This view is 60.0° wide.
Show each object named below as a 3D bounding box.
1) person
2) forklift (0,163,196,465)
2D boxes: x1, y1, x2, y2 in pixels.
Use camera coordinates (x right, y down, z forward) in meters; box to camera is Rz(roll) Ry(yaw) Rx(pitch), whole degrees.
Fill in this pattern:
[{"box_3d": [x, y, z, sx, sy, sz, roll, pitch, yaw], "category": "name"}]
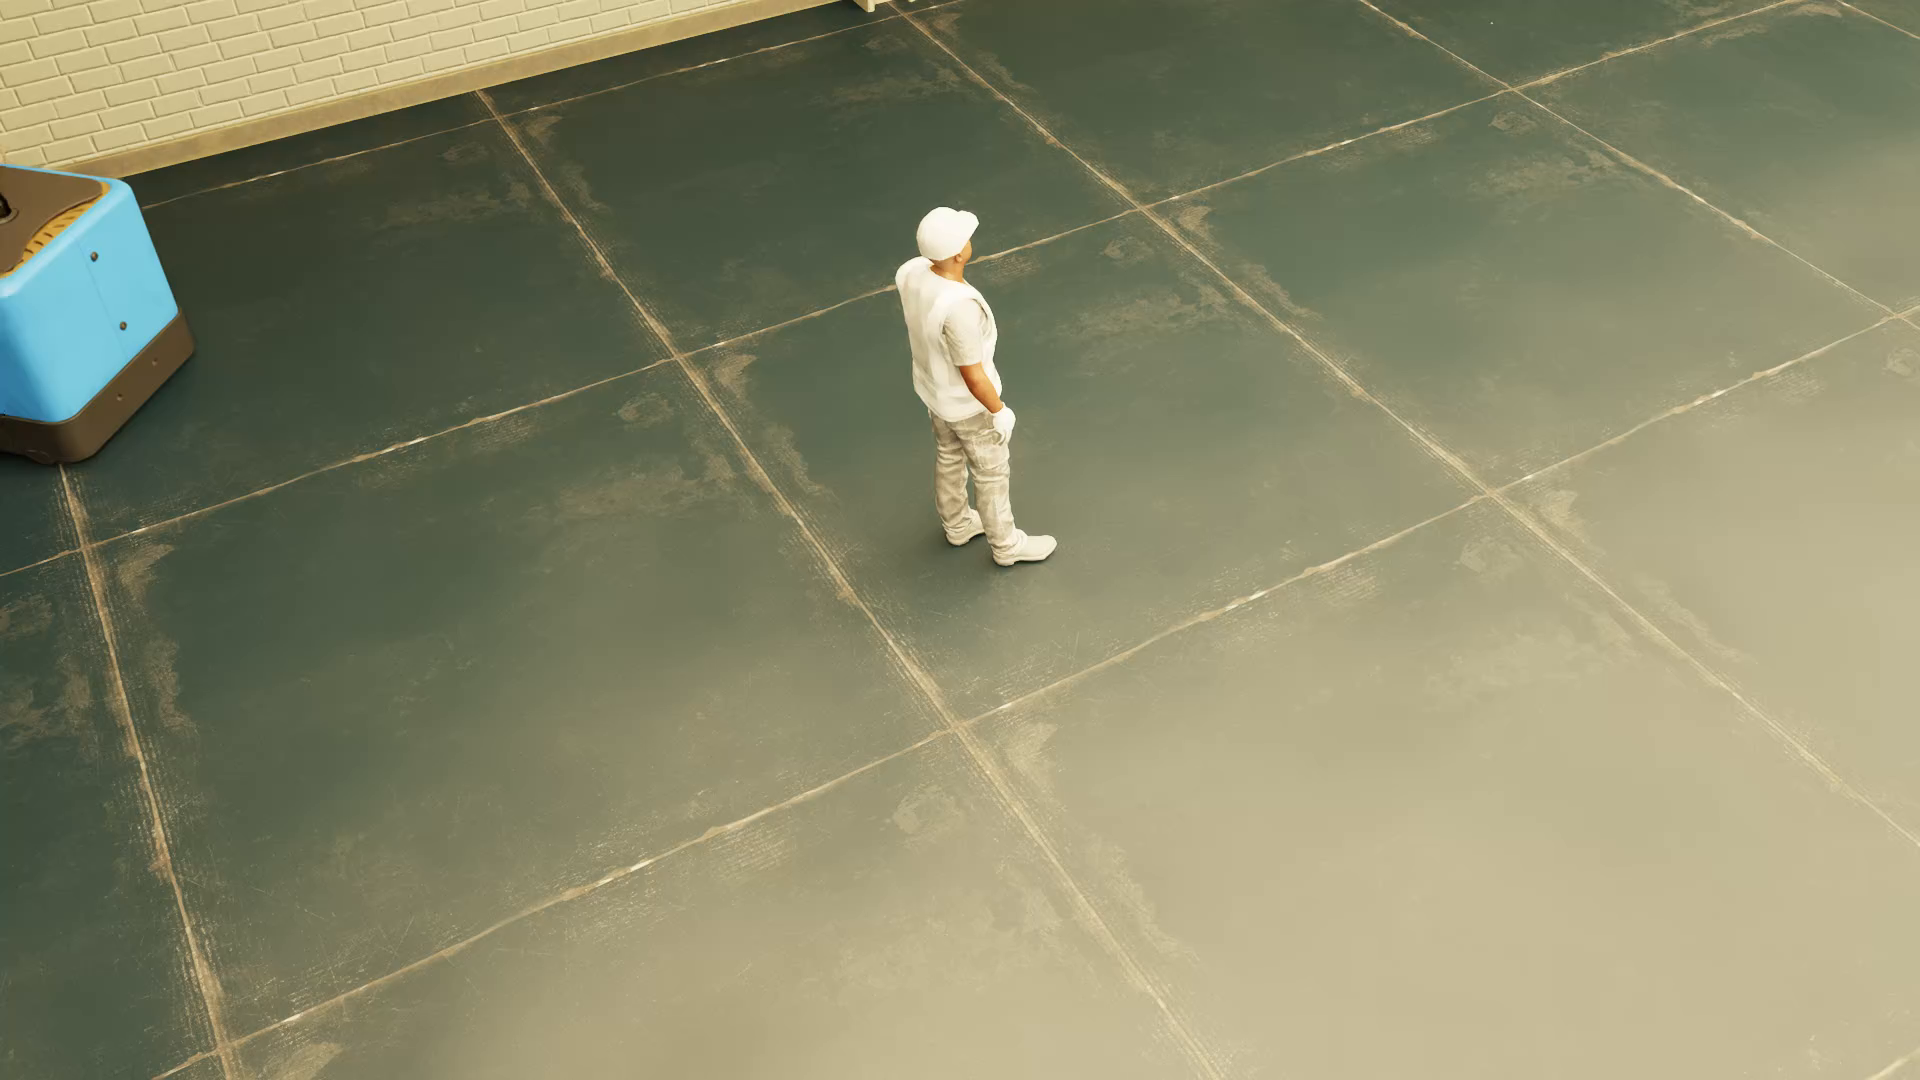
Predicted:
[{"box_3d": [0.067, -0.679, 7.264, 0.575, 1.784, 0.656, -21, 47, -21], "category": "person"}, {"box_3d": [-5.638, -1.979, 7.831, 3.031, 2.935, 1.130, 9, 44, 10], "category": "forklift"}]
